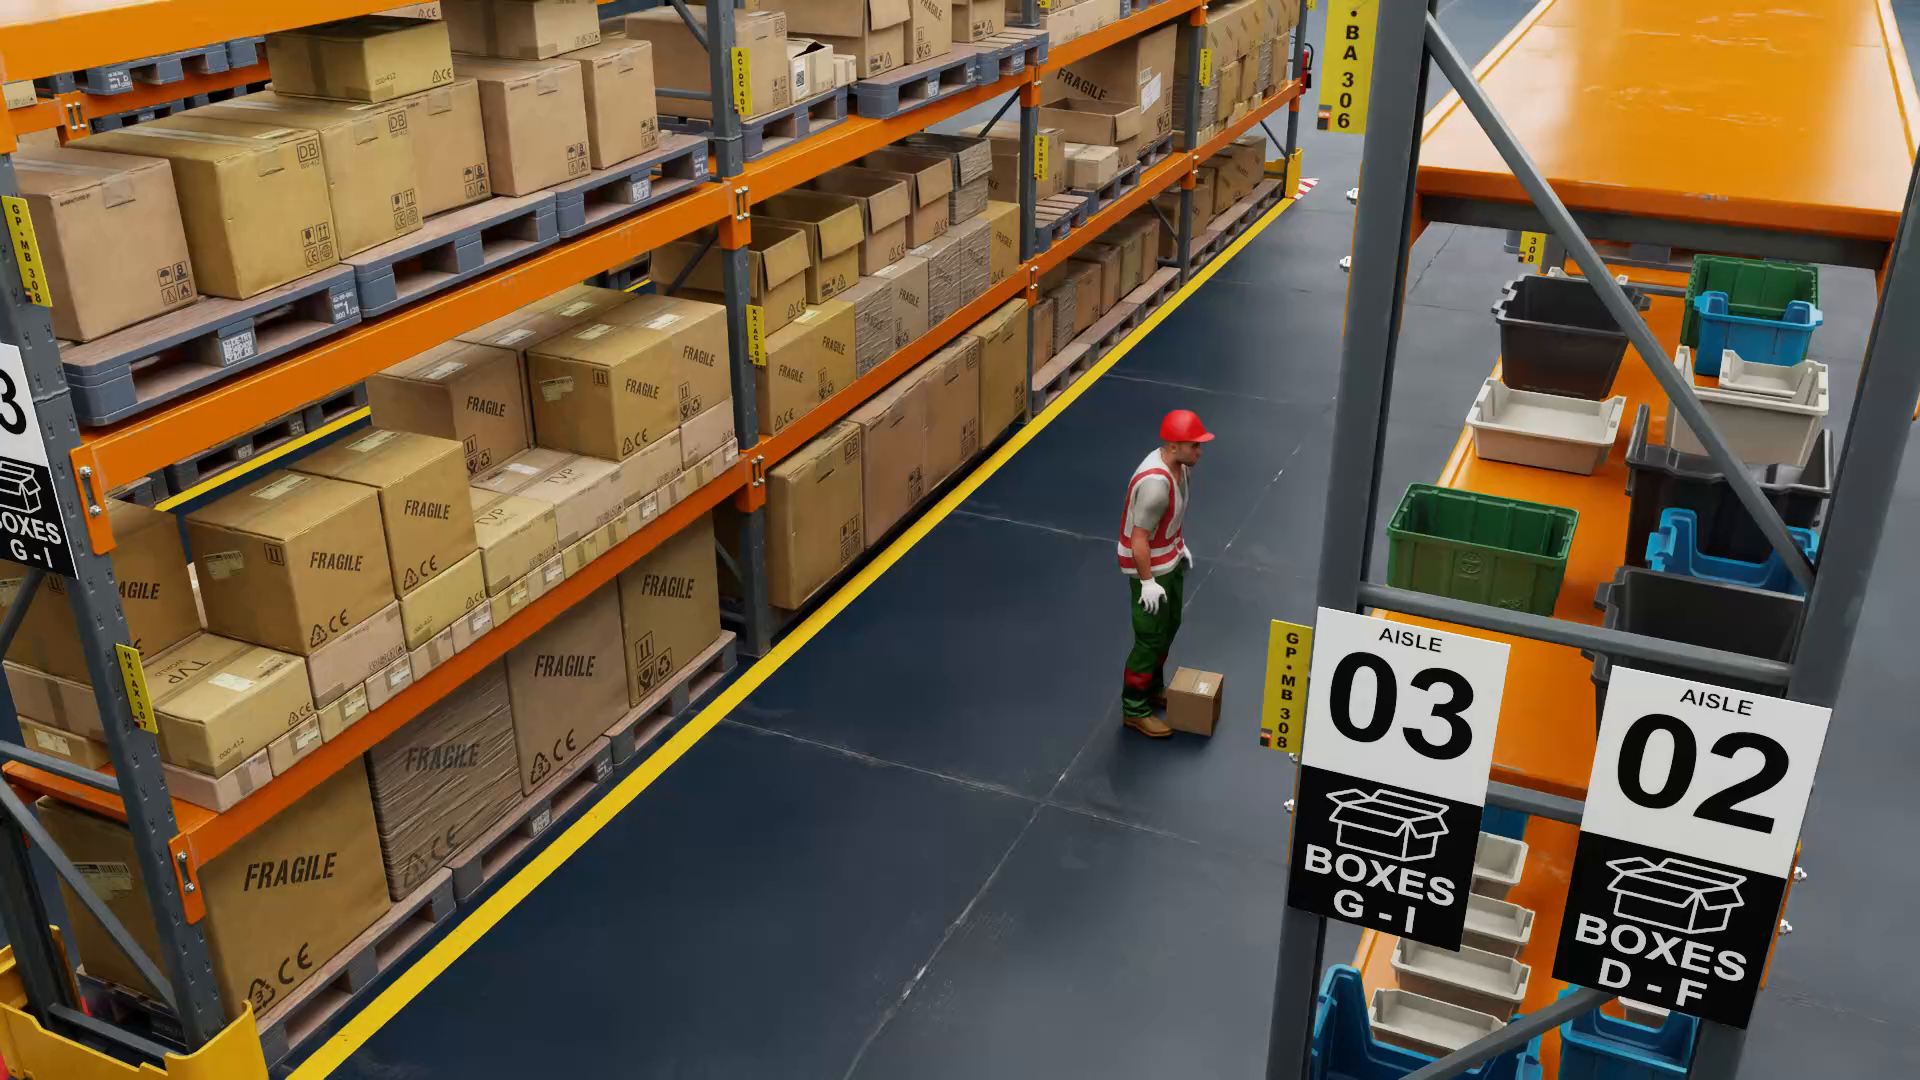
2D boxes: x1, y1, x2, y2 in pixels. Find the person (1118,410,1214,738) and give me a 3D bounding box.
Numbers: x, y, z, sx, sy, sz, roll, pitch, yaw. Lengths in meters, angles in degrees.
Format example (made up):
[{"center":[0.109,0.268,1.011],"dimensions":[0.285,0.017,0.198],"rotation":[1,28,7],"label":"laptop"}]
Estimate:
[{"center":[1.067,0.148,8.788],"dimensions":[0.448,1.780,0.608],"rotation":[11,28,22],"label":"person"}]
